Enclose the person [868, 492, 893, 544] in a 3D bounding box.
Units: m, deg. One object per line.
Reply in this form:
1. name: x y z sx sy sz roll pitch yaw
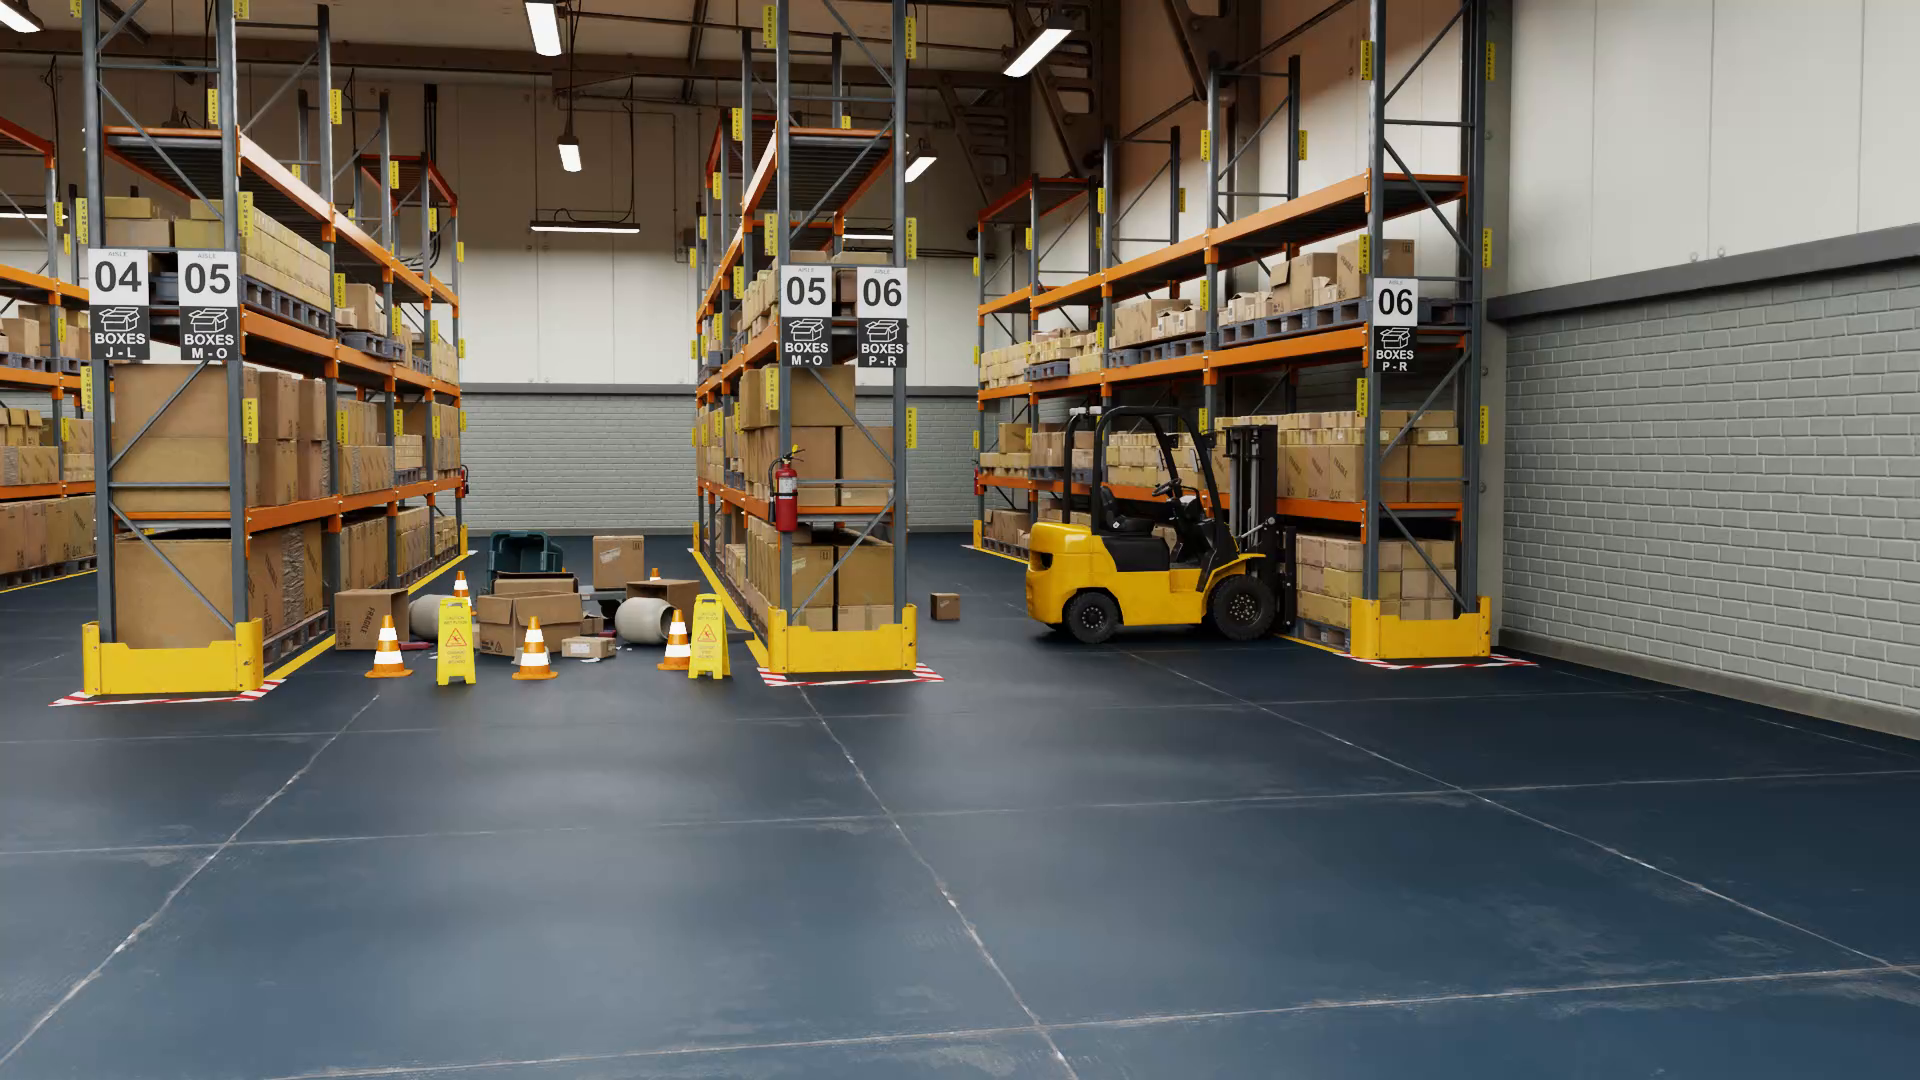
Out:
1. person: -0.979 -0.158 21.275 0.390 1.347 0.446 -1 3 -10
